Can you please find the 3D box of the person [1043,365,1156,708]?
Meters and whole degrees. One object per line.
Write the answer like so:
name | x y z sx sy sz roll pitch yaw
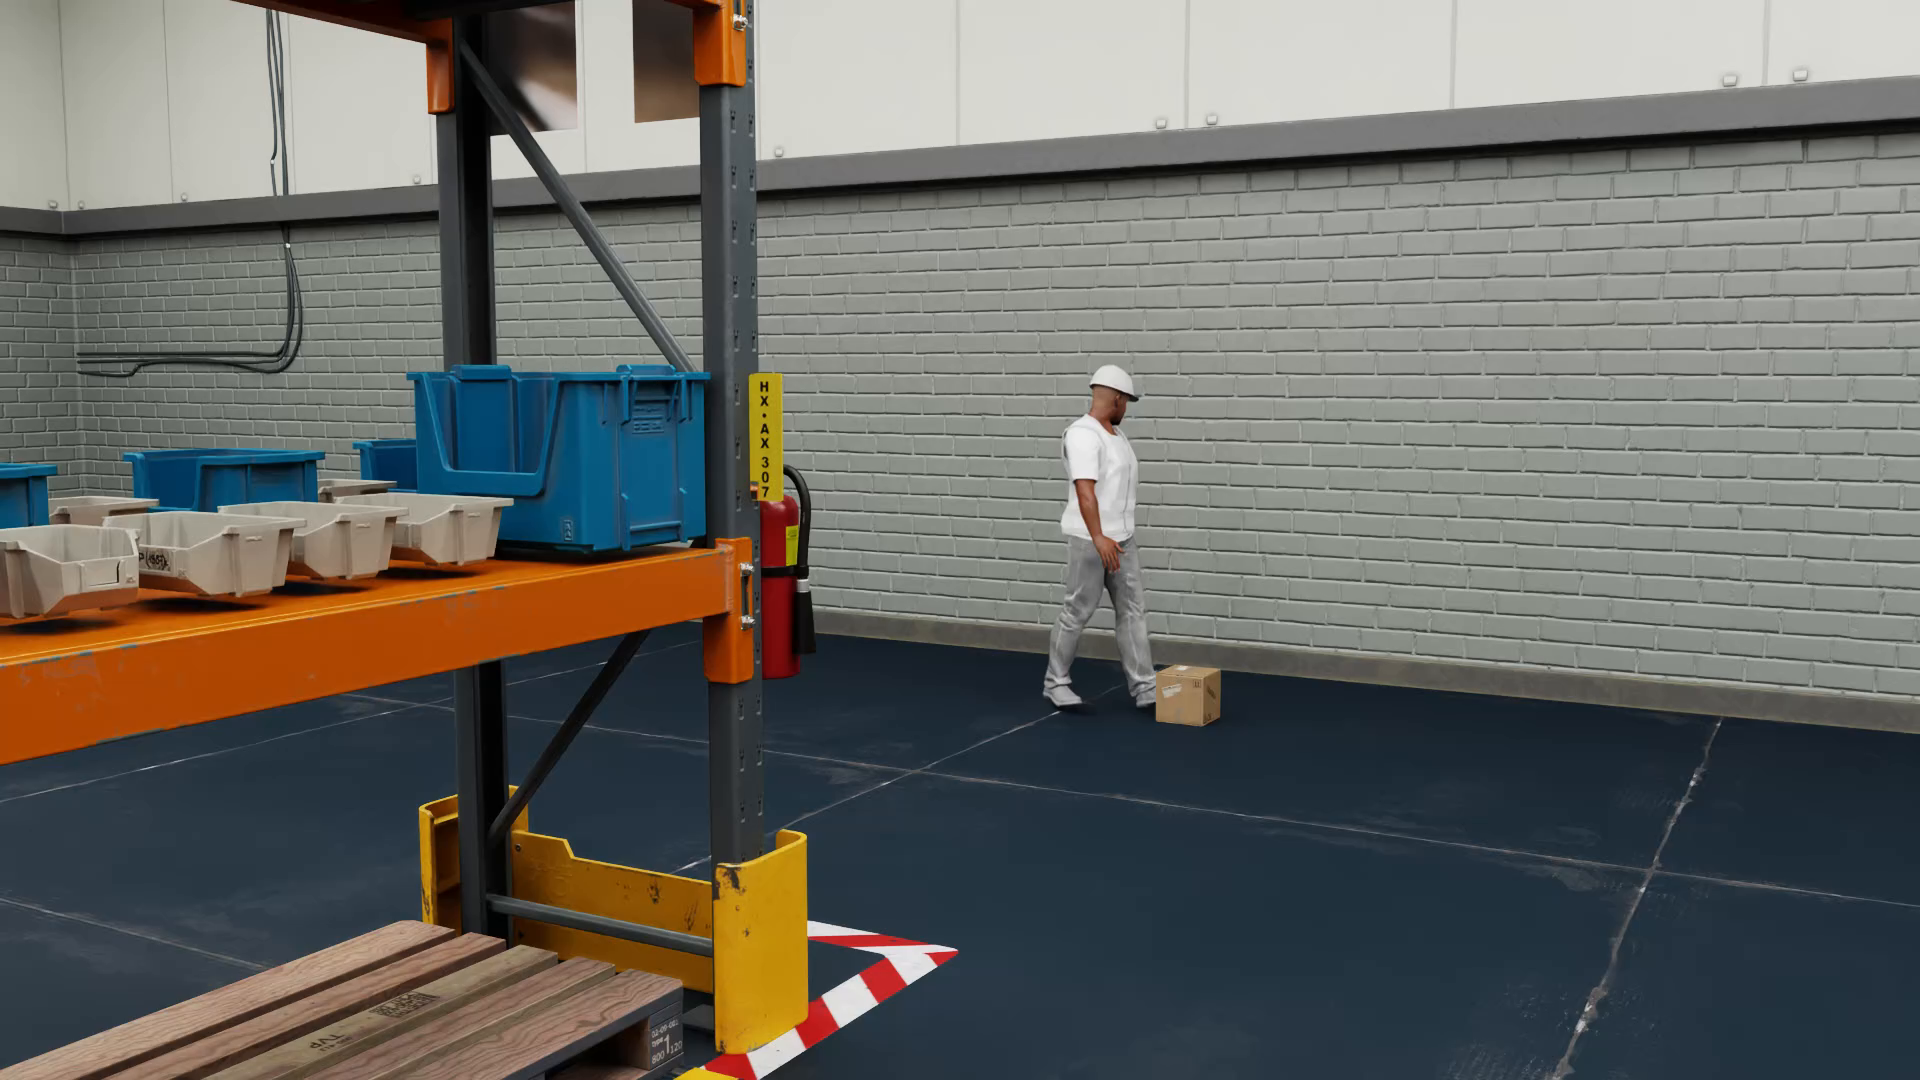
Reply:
person | 0.777 -0.004 8.446 0.766 1.757 0.615 4 7 34
